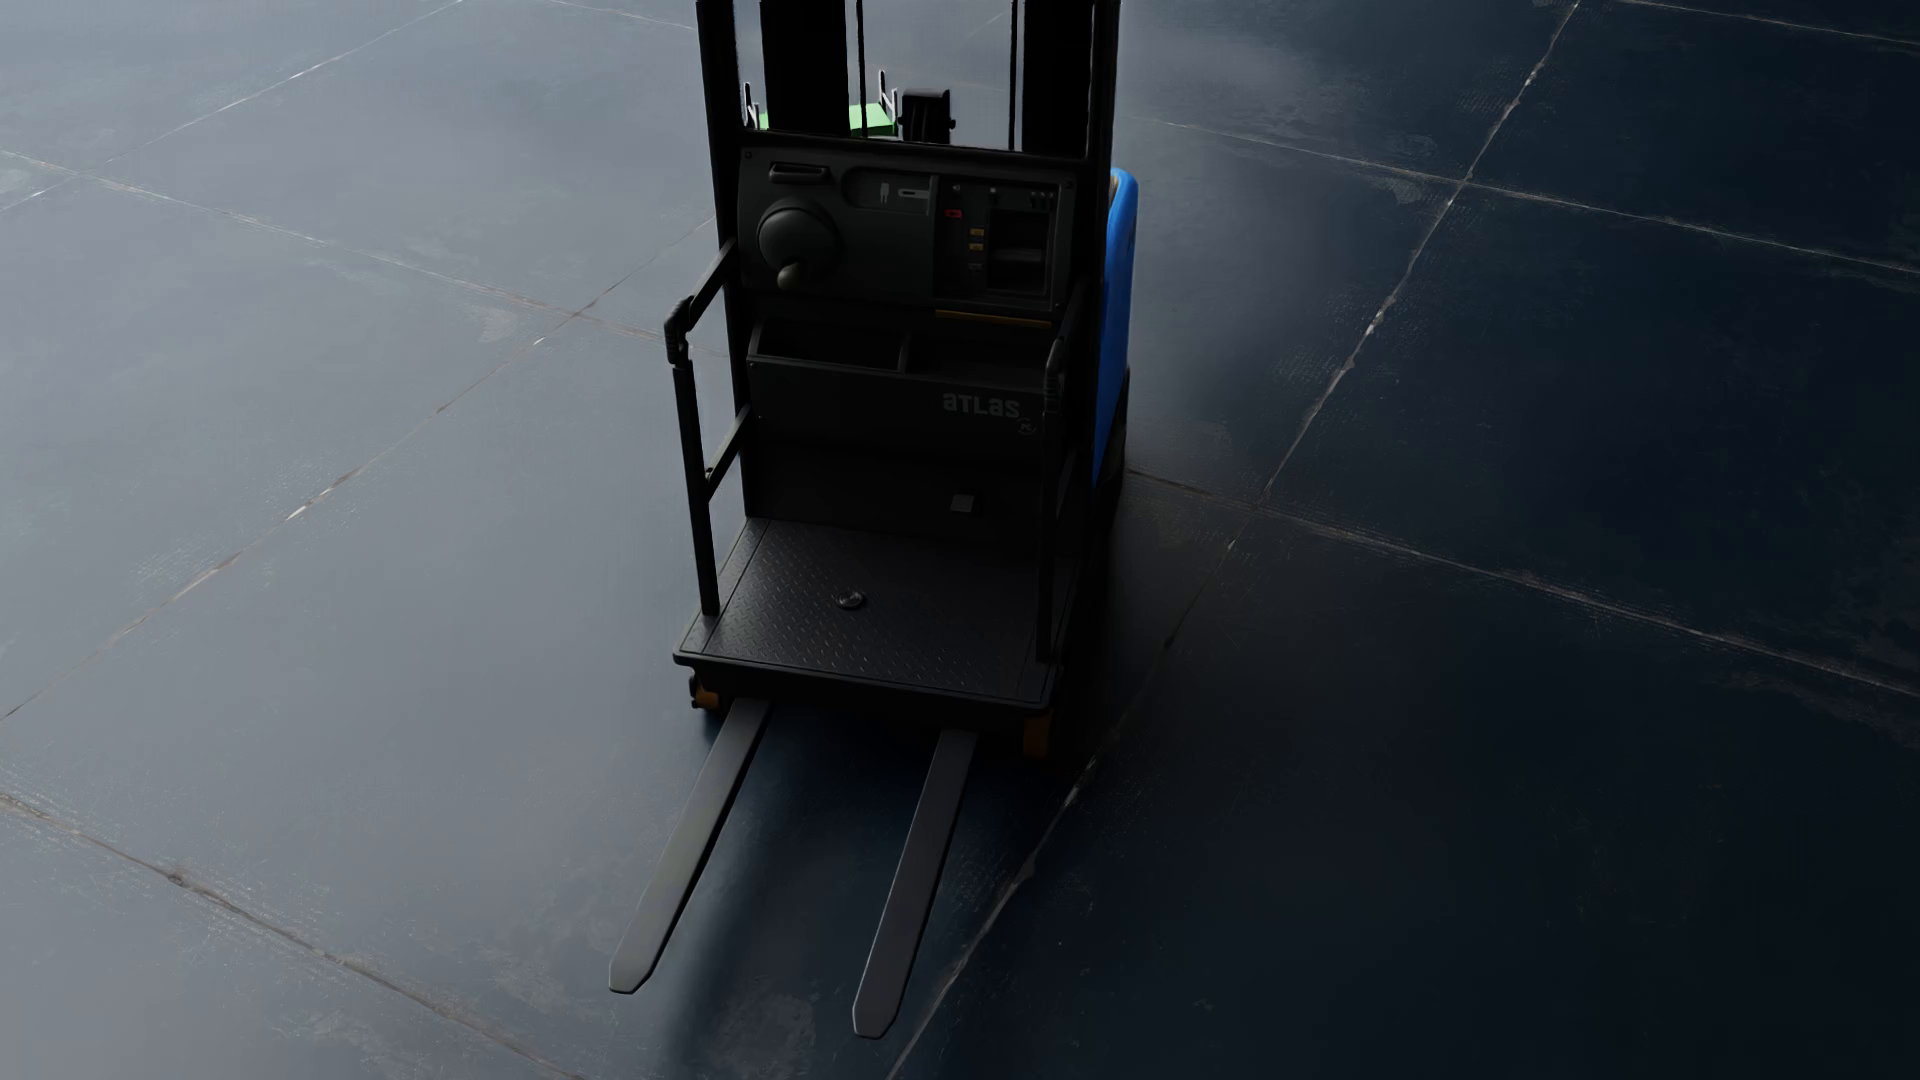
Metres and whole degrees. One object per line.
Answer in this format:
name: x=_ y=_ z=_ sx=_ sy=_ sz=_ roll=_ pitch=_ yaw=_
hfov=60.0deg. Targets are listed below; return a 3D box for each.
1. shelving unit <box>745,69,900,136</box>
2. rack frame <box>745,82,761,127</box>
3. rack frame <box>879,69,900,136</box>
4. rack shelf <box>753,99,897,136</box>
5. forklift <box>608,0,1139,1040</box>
shelving unit: x=-0.481 y=-1.100 z=6.194 sx=0.503 sy=1.200 sz=0.258 roll=-9 pitch=34 yaw=-12
rack frame: x=-0.717 y=-1.063 z=6.145 sx=0.015 sy=1.200 sz=0.240 roll=-9 pitch=34 yaw=-12
rack frame: x=-0.245 y=-1.137 z=6.243 sx=0.015 sy=1.200 sz=0.240 roll=-9 pitch=34 yaw=-12
rack shelf: x=-0.488 y=-1.447 z=5.964 sx=0.480 sy=0.148 sz=0.258 roll=-9 pitch=34 yaw=-12
forklift: x=-0.193 y=-0.769 z=4.339 sx=1.130 sy=2.935 sz=3.031 roll=7 pitch=38 yaw=10
